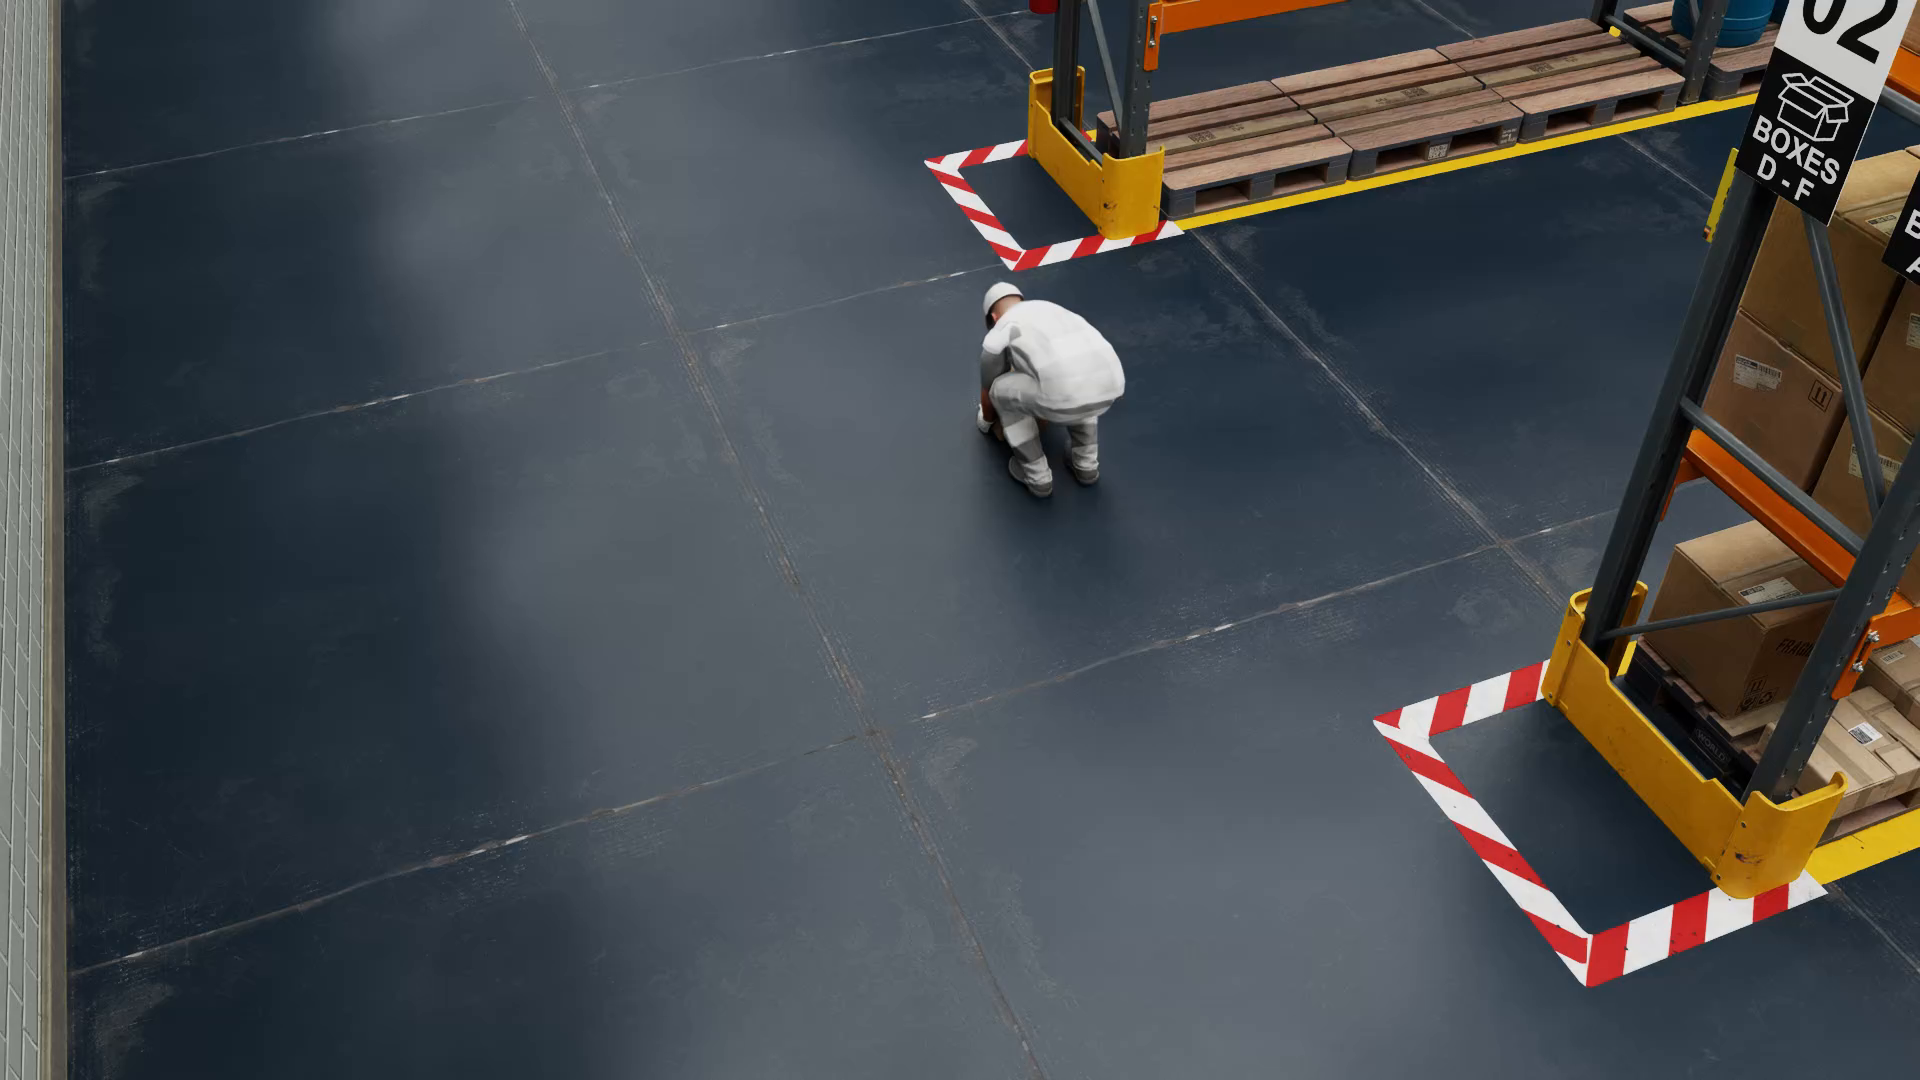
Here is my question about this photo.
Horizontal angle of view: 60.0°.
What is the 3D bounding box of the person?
[{"bbox_3d":[0.381,-0.708,7.687,0.531,0.856,0.966,-17,44,-18],"label":"person"}]
